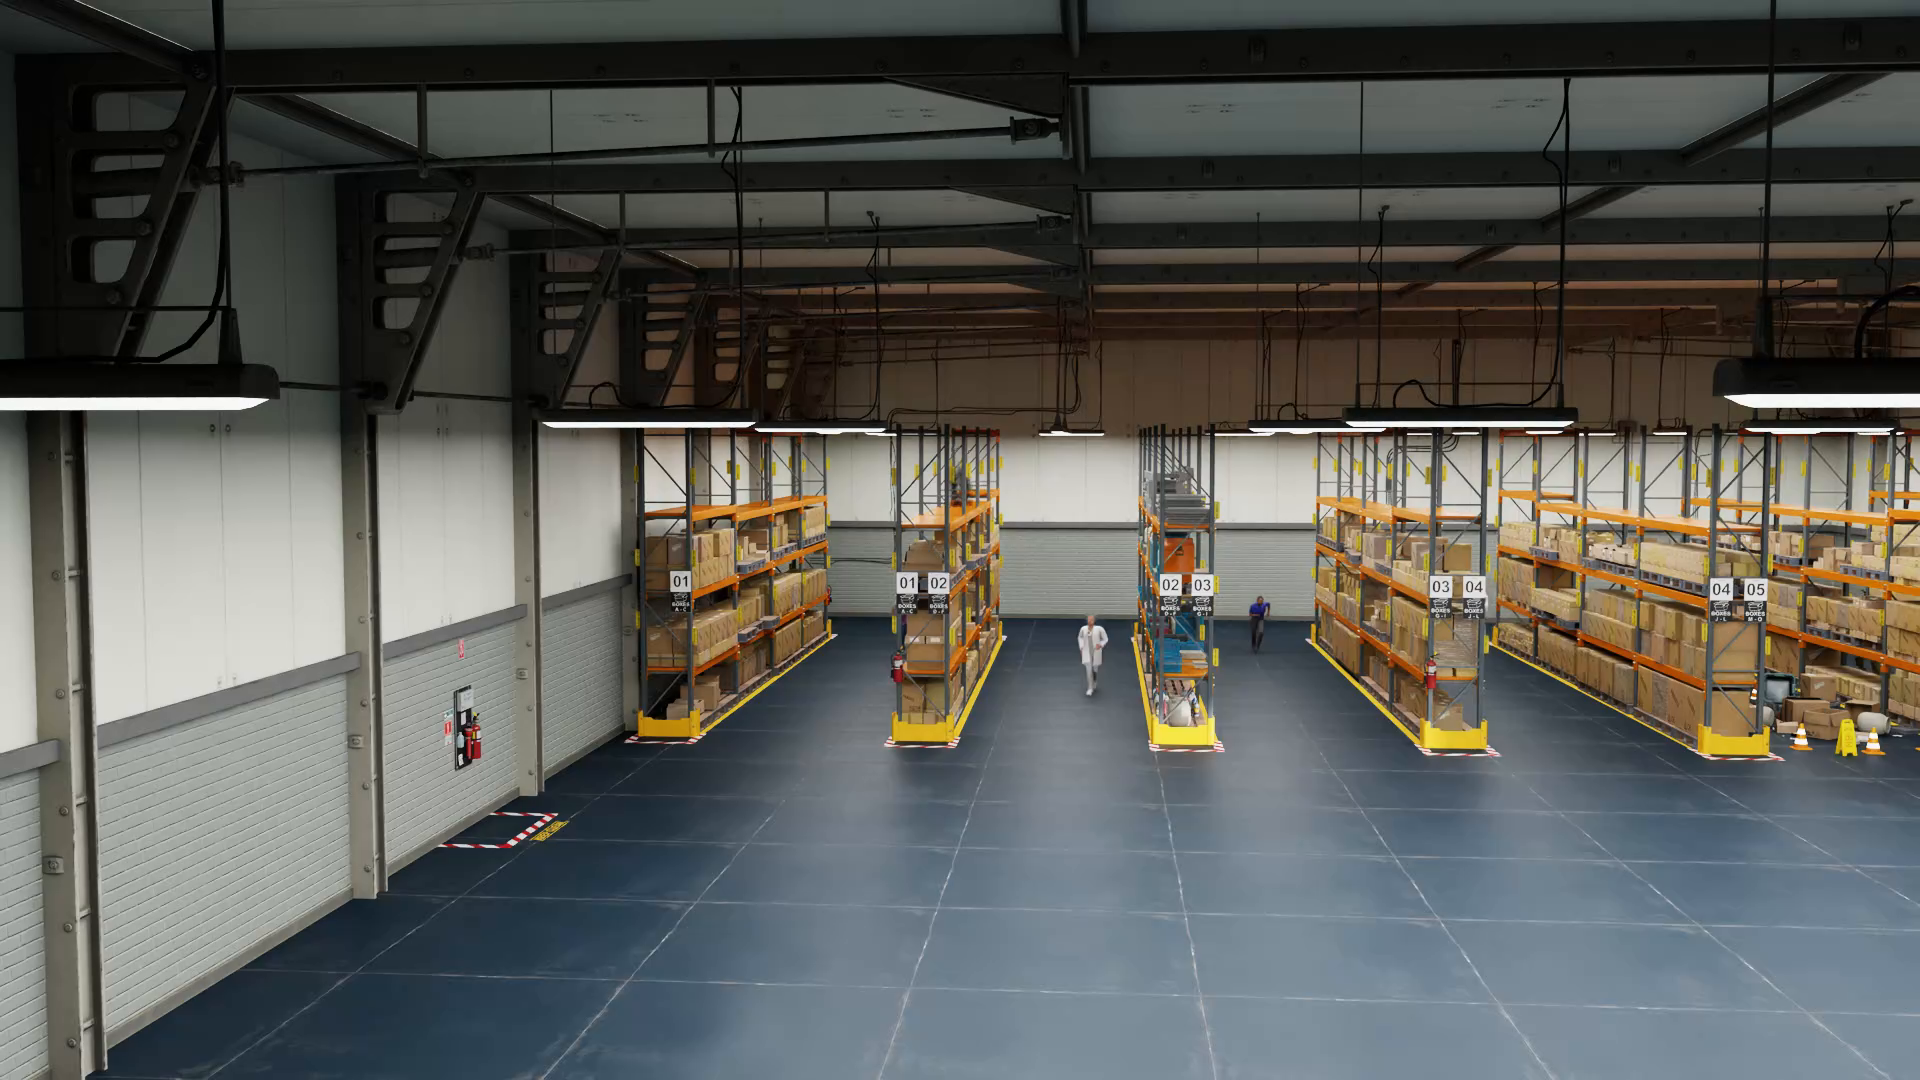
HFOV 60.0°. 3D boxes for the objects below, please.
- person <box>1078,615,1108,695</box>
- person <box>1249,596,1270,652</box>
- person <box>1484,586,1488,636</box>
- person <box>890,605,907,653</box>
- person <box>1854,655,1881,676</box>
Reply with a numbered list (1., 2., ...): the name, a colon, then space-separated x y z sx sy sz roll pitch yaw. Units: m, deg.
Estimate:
1. person: 2.982 2.575 37.467 0.704 1.770 0.836 1 4 13
2. person: 8.066 2.241 44.850 0.609 1.538 0.942 0 3 -2
3. person: 14.719 2.033 47.105 0.505 1.674 0.629 -1 4 -13
4. person: -1.566 2.271 44.113 0.526 1.523 0.754 1 4 12
5. person: 21.204 2.500 38.765 0.696 1.787 1.027 0 3 6
